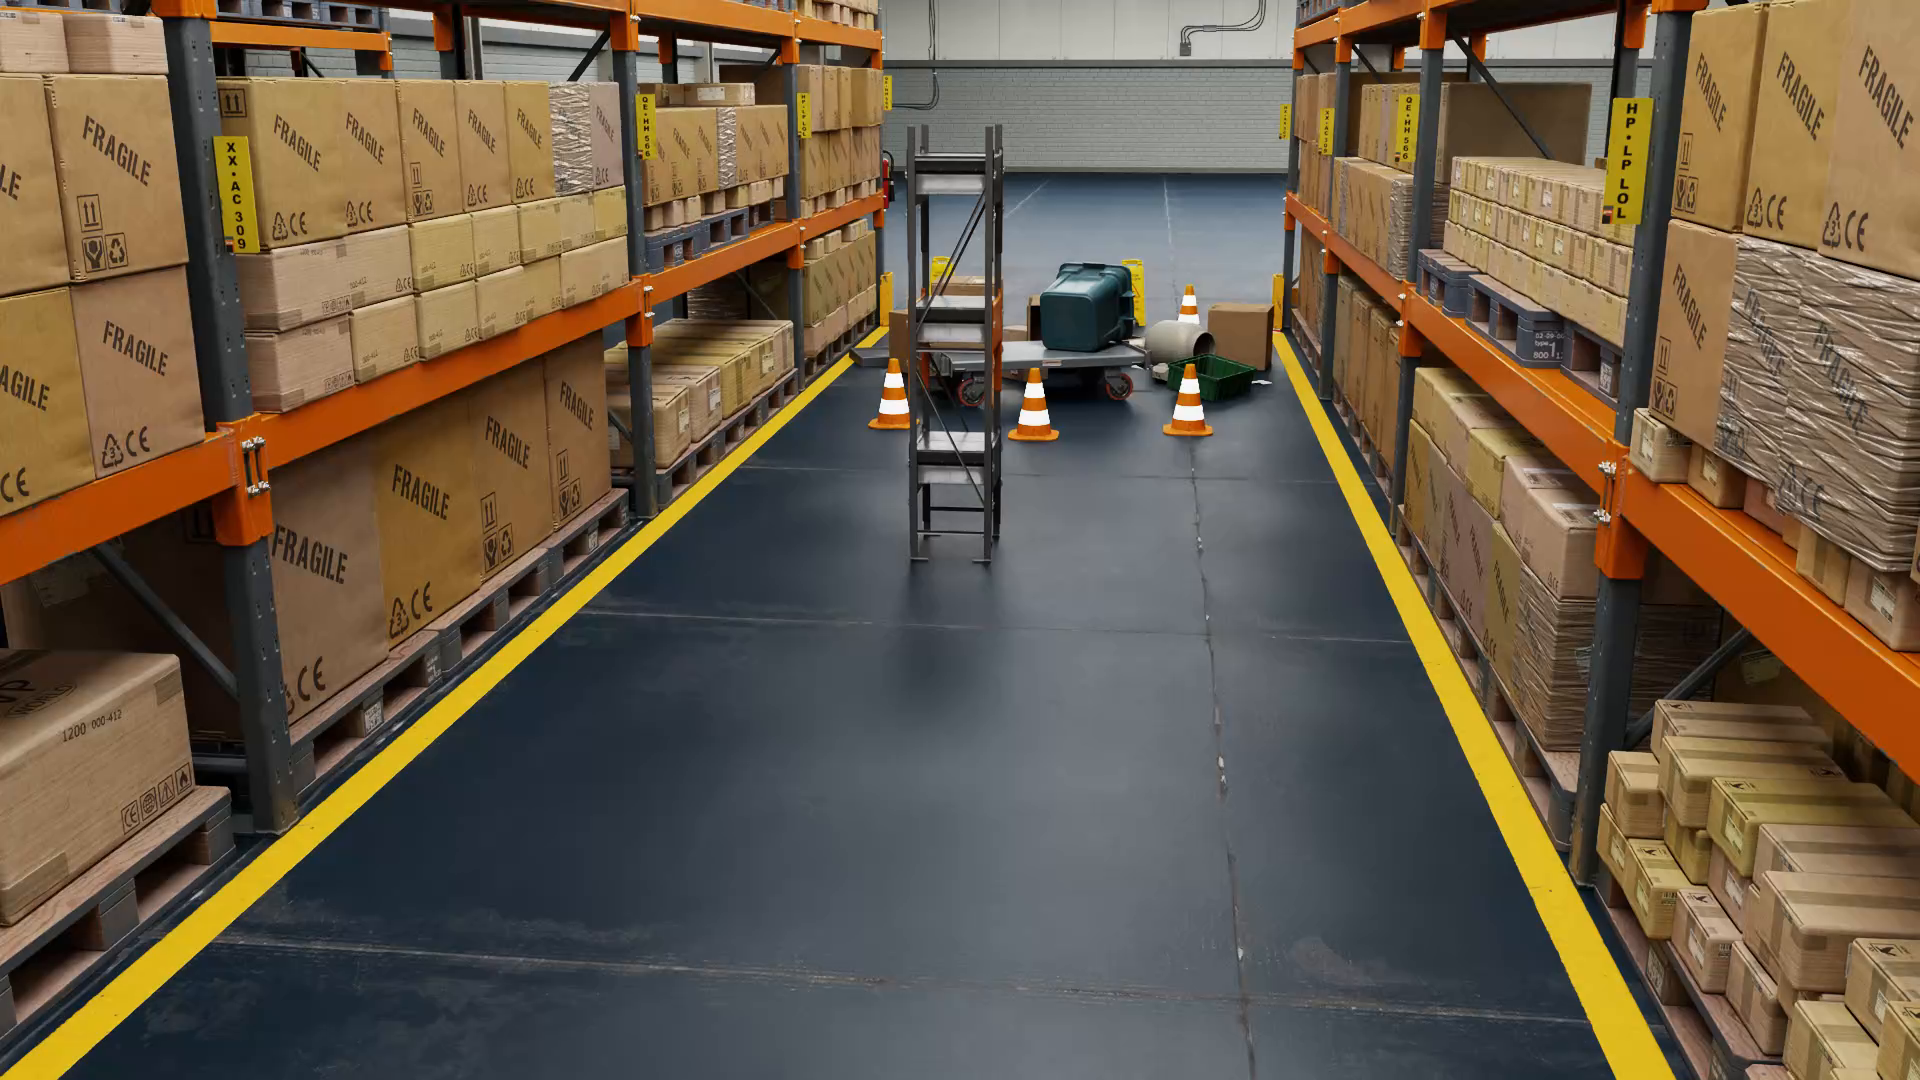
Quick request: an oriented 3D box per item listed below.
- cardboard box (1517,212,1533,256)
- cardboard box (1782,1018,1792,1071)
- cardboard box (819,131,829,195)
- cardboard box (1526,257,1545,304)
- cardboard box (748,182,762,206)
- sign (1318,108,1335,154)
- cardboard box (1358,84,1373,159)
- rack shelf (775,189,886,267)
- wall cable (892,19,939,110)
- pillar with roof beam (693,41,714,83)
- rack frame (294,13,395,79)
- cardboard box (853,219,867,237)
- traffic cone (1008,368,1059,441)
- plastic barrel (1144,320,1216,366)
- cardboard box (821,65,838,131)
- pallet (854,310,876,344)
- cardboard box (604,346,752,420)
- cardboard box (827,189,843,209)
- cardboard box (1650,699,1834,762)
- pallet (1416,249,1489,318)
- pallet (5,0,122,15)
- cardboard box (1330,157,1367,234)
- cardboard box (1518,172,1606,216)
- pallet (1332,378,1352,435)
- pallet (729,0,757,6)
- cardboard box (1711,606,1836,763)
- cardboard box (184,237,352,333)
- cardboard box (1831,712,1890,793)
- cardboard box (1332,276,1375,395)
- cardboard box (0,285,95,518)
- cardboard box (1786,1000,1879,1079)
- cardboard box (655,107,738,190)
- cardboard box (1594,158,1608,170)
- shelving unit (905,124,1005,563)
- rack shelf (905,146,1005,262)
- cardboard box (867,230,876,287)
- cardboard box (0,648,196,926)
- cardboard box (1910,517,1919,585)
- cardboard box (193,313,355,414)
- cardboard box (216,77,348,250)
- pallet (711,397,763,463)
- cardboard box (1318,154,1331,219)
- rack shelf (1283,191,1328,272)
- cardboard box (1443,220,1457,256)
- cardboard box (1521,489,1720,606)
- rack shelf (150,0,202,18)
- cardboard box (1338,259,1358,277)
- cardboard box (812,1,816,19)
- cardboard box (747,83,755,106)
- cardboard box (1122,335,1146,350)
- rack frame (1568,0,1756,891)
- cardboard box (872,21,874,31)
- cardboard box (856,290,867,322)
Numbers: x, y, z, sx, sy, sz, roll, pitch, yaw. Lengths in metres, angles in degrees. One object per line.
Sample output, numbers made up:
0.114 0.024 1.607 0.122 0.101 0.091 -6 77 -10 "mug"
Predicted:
2.341 -1.164 6.326 0.380 0.149 0.250 2 15 8 "cardboard box"
1.973 1.107 3.479 0.380 0.149 0.250 1 15 4 "cardboard box"
-1.353 -3.048 13.426 0.500 0.500 0.500 2 15 6 "cardboard box"
2.306 -0.953 6.117 0.380 0.149 0.250 2 15 9 "cardboard box"
-1.563 -2.357 11.310 0.380 0.149 0.250 2 15 7 "cardboard box"
2.665 -2.972 12.095 0.100 0.325 0.005 2 15 6 "sign"
3.166 -2.902 11.539 0.700 0.500 0.500 1 15 5 "cardboard box"
-1.487 -2.791 14.614 1.077 0.370 4.000 2 15 6 "rack shelf"
-2.137 -13.551 47.485 3.097 2.526 0.112 2 15 6 "wall cable"
-0.860 -11.086 32.419 9.100 9.000 0.400 2 15 6 "pillar with roof beam"
-6.194 -3.802 16.976 1.000 3.000 0.127 2 15 6 "rack frame"
-1.068 -2.895 15.404 0.380 0.149 0.250 2 15 8 "cardboard box"
0.499 -0.927 11.204 0.336 0.463 0.334 2 15 6 "traffic cone"
1.820 -1.595 13.751 0.421 0.421 0.512 -14 20 -42 "plastic barrel"
-1.369 -3.533 13.306 0.700 0.500 0.500 2 15 7 "cardboard box"
-1.397 -2.081 15.954 1.003 0.211 1.213 2 15 6 "pallet"
-1.924 -1.050 11.030 0.950 0.372 0.625 2 15 8 "cardboard box"
-1.205 -2.902 14.128 0.380 0.149 0.250 2 15 7 "cardboard box"
2.069 0.545 4.418 0.380 0.149 0.250 2 15 9 "cardboard box"
2.791 -1.182 7.653 1.213 0.211 1.003 2 15 6 "pallet"
-6.732 -3.891 11.925 0.805 0.209 1.217 1 15 4 "pallet"
2.890 -2.419 11.672 0.500 0.500 0.500 2 15 7 "cardboard box"
2.342 -1.311 6.302 0.380 0.149 0.250 1 15 5 "cardboard box"
3.204 -0.951 11.776 1.003 0.211 1.213 2 15 6 "pallet"
-2.003 -3.551 10.659 1.213 0.211 1.003 2 15 6 "pallet"
2.661 0.395 5.438 0.500 0.500 0.500 2 15 8 "cardboard box"
-2.286 -0.819 5.274 0.500 0.250 0.500 1 15 5 "cardboard box"
2.532 0.561 4.357 0.380 0.149 0.250 2 15 8 "cardboard box"
3.236 -1.453 11.793 1.050 0.750 0.750 2 15 6 "cardboard box"
-2.467 -0.331 3.949 0.500 0.500 0.500 1 15 5 "cardboard box"
1.845 1.026 3.207 0.380 0.149 0.250 2 15 6 "cardboard box"
-1.715 -2.489 10.555 0.500 0.500 0.500 1 15 4 "cardboard box"
3.166 -1.690 7.703 0.380 0.149 0.250 1 15 4 "cardboard box"
-0.019 -0.971 8.229 0.431 2.100 0.503 2 15 6 "shelving unit"
-0.019 -1.633 8.050 0.431 0.518 0.480 2 15 6 "rack shelf"
-1.093 -2.679 15.848 0.500 0.500 0.500 2 15 7 "cardboard box"
-2.793 0.649 4.618 0.875 0.438 0.875 1 15 5 "cardboard box"
1.835 -0.098 2.515 0.500 0.500 0.500 2 15 9 "cardboard box"
-2.304 -0.578 5.342 0.500 0.250 0.500 1 15 5 "cardboard box"
-2.281 -1.181 5.176 0.500 0.500 0.500 2 15 7 "cardboard box"
-1.935 -0.754 11.046 1.003 0.211 1.213 2 15 6 "pallet"
3.286 -2.811 13.025 0.875 0.550 0.550 2 15 6 "cardboard box"
3.442 -2.671 14.172 1.077 0.370 4.000 2 15 6 "rack shelf"
2.514 -1.434 7.894 0.380 0.149 0.250 1 15 5 "cardboard box"
2.147 0.017 5.402 0.500 0.250 0.500 1 15 5 "cardboard box"
-2.842 -1.126 2.713 1.077 0.370 4.000 2 15 6 "rack shelf"
3.357 -1.838 12.978 0.875 0.875 0.875 2 15 7 "cardboard box"
-1.363 -4.217 13.246 0.380 0.149 0.250 2 15 8 "cardboard box"
-1.606 -3.021 11.281 0.380 0.149 0.250 1 15 5 "cardboard box"
1.581 -1.680 14.366 0.396 0.266 0.258 4 16 16 "cardboard box"
2.314 -0.425 4.486 1.000 3.000 0.127 2 15 6 "rack frame"
-1.024 -4.883 15.707 0.380 0.149 0.250 2 15 7 "cardboard box"
-1.152 -2.180 15.442 0.500 0.250 0.500 2 15 6 "cardboard box"
